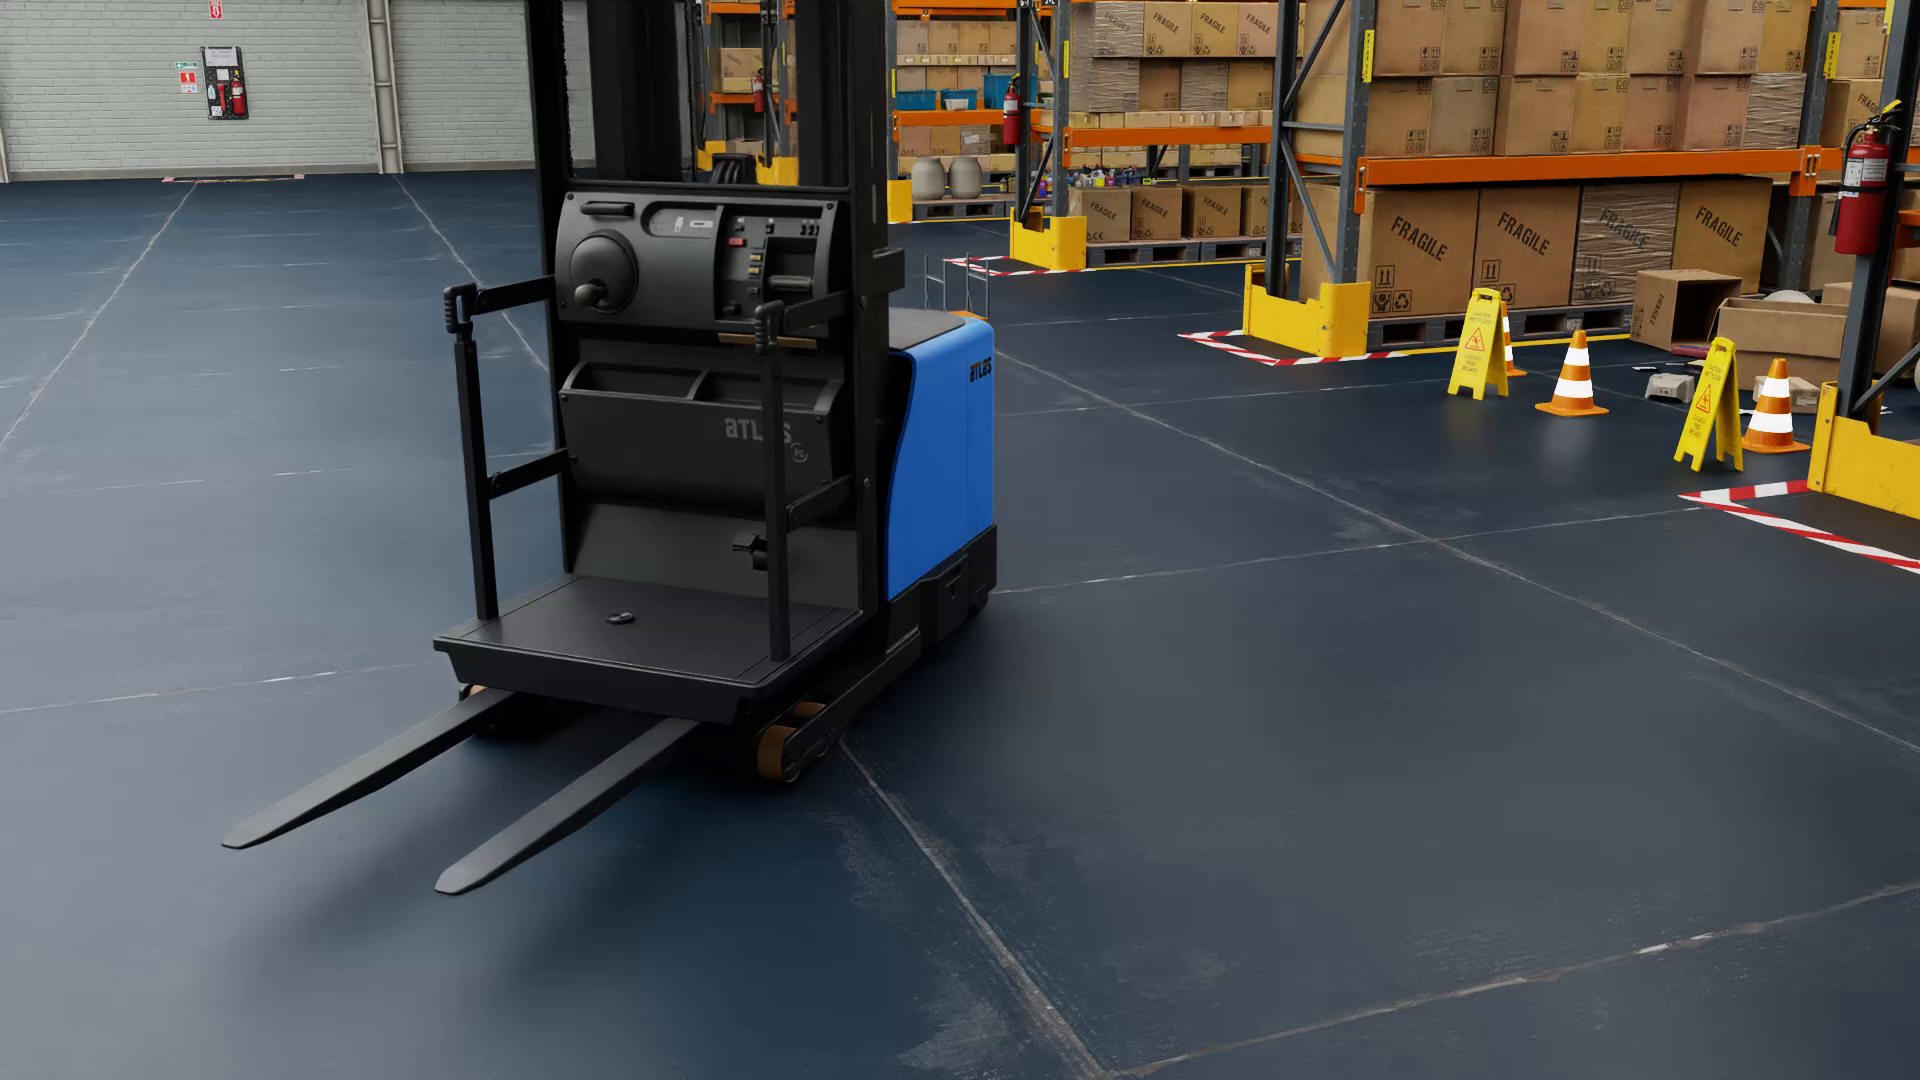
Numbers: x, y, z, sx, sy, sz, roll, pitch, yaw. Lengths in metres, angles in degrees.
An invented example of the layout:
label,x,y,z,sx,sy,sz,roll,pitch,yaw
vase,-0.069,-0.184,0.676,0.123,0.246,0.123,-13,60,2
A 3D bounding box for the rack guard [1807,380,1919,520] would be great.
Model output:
label,x,y,z,sx,sy,sz,roll,pitch,yaw
rack guard,4.401,-0.361,7.442,0.348,0.500,1.175,-6,17,-20

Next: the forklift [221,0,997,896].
label,x,y,z,sx,sy,sz,roll,pitch,yaw
forklift,-0.870,-0.845,4.775,1.130,2.935,3.031,6,17,20

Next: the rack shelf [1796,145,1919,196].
label,x,y,z,sx,sy,sz,roll,pitch,yaw
rack shelf,8.068,-3.105,13.625,4.000,0.370,1.077,-6,17,-20

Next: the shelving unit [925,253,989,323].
label,x,y,z,sx,sy,sz,roll,pitch,yaw
shelving unit,-0.014,-0.574,6.924,0.189,1.200,0.258,-6,17,-20

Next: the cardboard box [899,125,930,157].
label,x,y,z,sx,sy,sz,roll,pitch,yaw
cardboard box,-0.775,-6.155,25.539,0.500,0.500,0.500,-6,17,-20

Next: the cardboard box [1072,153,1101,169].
label,x,y,z,sx,sy,sz,roll,pitch,yaw
cardboard box,1.921,-6.079,26.612,0.500,0.250,0.500,-6,17,-19

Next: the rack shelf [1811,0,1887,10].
label,x,y,z,sx,sy,sz,roll,pitch,yaw
rack shelf,12.085,-7.969,24.865,4.000,0.370,1.077,-6,17,-20

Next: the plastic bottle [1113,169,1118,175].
label,x,y,z,sx,sy,sz,roll,pitch,yaw
plastic bottle,2.039,-4.790,22.127,0.133,0.283,0.061,-6,17,-20

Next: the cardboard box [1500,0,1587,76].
label,x,y,z,sx,sy,sz,roll,pitch,yaw
cardboard box,3.877,-3.563,11.725,0.550,0.550,0.875,-6,17,-20

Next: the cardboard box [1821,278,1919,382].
label,x,y,z,sx,sy,sz,roll,pitch,yaw
cardboard box,5.935,-1.360,10.596,0.503,0.637,0.797,-6,17,-20

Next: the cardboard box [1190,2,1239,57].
label,x,y,z,sx,sy,sz,roll,pitch,yaw
cardboard box,2.331,-4.914,16.028,0.500,0.500,0.500,-6,17,-20

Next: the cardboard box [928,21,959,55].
label,x,y,z,sx,sy,sz,roll,pitch,yaw
cardboard box,-0.373,-7.693,25.492,0.500,0.500,0.700,-6,17,-20

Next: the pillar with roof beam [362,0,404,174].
label,x,y,z,sx,sy,sz,roll,pitch,yaw
pillar with roof beam,-8.251,-9.509,23.509,0.400,9.000,9.100,-6,17,-20

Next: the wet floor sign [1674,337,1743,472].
label,x,y,z,sx,sy,sz,roll,pitch,yaw
wet floor sign,3.770,-0.686,8.289,0.232,0.644,0.267,0,16,-1

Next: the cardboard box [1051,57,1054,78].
label,x,y,z,sx,sy,sz,roll,pitch,yaw
cardboard box,1.990,-9.022,31.540,0.500,0.500,0.700,-8,18,-25

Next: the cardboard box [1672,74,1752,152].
label,x,y,z,sx,sy,sz,roll,pitch,yaw
cardboard box,5.354,-3.219,12.469,0.550,0.550,0.875,-6,17,-20

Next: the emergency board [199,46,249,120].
label,x,y,z,sx,sy,sz,roll,pitch,yaw
emergency board,-12.113,-7.524,27.397,0.643,1.169,0.194,-6,17,-20

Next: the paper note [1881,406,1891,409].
label,x,y,z,sx,sy,sz,roll,pitch,yaw
paper note,5.348,-0.788,9.749,0.142,0.019,0.148,0,16,-1

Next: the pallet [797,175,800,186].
label,x,y,z,sx,sy,sz,roll,pitch,yaw
pallet,-2.058,-5.518,25.512,1.213,0.211,1.003,-6,17,-20

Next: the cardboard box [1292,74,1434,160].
label,x,y,z,sx,sy,sz,roll,pitch,yaw
cardboard box,2.795,-2.967,11.611,0.550,0.550,0.875,-6,17,-20

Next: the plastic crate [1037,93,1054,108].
label,x,y,z,sx,sy,sz,roll,pitch,yaw
plastic crate,1.379,-5.703,21.570,0.662,0.188,0.450,-6,17,-20

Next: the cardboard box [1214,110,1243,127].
label,x,y,z,sx,sy,sz,roll,pitch,yaw
cardboard box,2.571,-4.132,16.290,0.250,0.149,0.380,-6,17,-20

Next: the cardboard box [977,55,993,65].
label,x,y,z,sx,sy,sz,roll,pitch,yaw
cardboard box,0.326,-7.395,25.627,0.250,0.149,0.380,-7,18,-22

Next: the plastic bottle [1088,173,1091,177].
label,x,y,z,sx,sy,sz,roll,pitch,yaw
plastic bottle,1.708,-4.606,21.501,0.133,0.283,0.061,-6,17,-20

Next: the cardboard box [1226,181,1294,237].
label,x,y,z,sx,sy,sz,roll,pitch,yaw
cardboard box,3.048,-3.393,17.020,0.500,0.500,0.500,-8,18,-25

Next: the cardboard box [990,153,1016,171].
label,x,y,z,sx,sy,sz,roll,pitch,yaw
cardboard box,0.624,-5.949,26.166,0.500,0.250,0.500,-6,17,-20

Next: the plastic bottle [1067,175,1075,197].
label,x,y,z,sx,sy,sz,roll,pitch,yaw
plastic bottle,1.419,-4.532,21.267,0.097,0.271,0.097,0,16,0

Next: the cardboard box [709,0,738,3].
label,x,y,z,sx,sy,sz,roll,pitch,yaw
cardboard box,-4.131,-9.535,28.708,0.500,0.500,0.500,-6,17,-19

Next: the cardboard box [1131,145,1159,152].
label,x,y,z,sx,sy,sz,roll,pitch,yaw
cardboard box,2.888,-6.453,26.890,0.500,0.311,0.500,-6,17,-19

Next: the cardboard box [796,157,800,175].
label,x,y,z,sx,sy,sz,roll,pitch,yaw
cardboard box,-2.176,-5.645,25.132,0.500,0.250,0.500,-6,17,-20

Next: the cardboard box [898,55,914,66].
label,x,y,z,sx,sy,sz,roll,pitch,yaw
cardboard box,-0.878,-7.264,25.183,0.250,0.149,0.380,-6,17,-20

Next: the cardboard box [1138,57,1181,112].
label,x,y,z,sx,sy,sz,roll,pitch,yaw
cardboard box,1.732,-4.481,16.330,0.500,0.500,0.875,-6,17,-20

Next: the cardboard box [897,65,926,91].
label,x,y,z,sx,sy,sz,roll,pitch,yaw
cardboard box,-0.872,-7.016,25.488,0.500,0.500,0.700,-6,17,-18

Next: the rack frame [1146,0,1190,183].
label,x,y,z,sx,sy,sz,roll,pitch,yaw
rack frame,2.747,-5.867,21.753,0.127,3.000,1.000,-6,17,-20

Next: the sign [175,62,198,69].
label,x,y,z,sx,sy,sz,roll,pitch,yaw
sign,-12.658,-7.765,27.214,0.331,0.109,0.001,-6,17,-20

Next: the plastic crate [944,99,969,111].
label,x,y,z,sx,sy,sz,roll,pitch,yaw
plastic crate,-0.037,-5.343,20.436,0.250,0.136,0.298,-6,17,-20

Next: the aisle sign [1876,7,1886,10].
label,x,y,z,sx,sy,sz,roll,pitch,yaw
aisle sign,14.125,-8.254,25.269,0.004,0.787,0.394,-6,17,-20

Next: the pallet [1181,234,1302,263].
label,x,y,z,sx,sy,sz,roll,pitch,yaw
pallet,2.764,-3.025,17.024,1.213,0.211,1.003,-6,17,-20

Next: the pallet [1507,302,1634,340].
label,x,y,z,sx,sy,sz,roll,pitch,yaw
pallet,4.321,-1.730,12.617,1.213,0.211,1.003,-6,17,-20

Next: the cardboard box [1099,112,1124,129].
label,x,y,z,sx,sy,sz,roll,pitch,yaw
cardboard box,1.376,-4.026,15.931,0.250,0.149,0.380,-6,17,-20

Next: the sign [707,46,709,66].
label,x,y,z,sx,sy,sz,roll,pitch,yaw
sign,-4.339,-8.343,28.648,0.005,0.325,0.100,-6,17,-20

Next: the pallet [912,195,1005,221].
label,x,y,z,sx,sy,sz,roll,pitch,yaw
pallet,-0.173,-4.226,21.115,1.213,0.211,1.003,-6,17,-20

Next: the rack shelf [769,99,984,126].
label,x,y,z,sx,sy,sz,roll,pitch,yaw
rack shelf,-0.889,-6.624,25.607,4.000,0.370,1.077,-6,17,-20

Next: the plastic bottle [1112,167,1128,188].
label,x,y,z,sx,sy,sz,roll,pitch,yaw
plastic bottle,2.070,-4.647,21.519,0.185,0.351,0.144,-7,18,-23

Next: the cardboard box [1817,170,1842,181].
label,x,y,z,sx,sy,sz,roll,pitch,yaw
cardboard box,9.742,-4.301,19.447,0.875,0.875,1.225,-6,17,-20

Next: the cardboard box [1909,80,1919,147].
label,x,y,z,sx,sy,sz,roll,pitch,yaw
cardboard box,7.259,-3.330,12.936,0.500,0.500,0.500,-6,17,-20

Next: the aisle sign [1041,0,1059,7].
label,x,y,z,sx,sy,sz,roll,pitch,yaw
aisle sign,0.834,-5.323,15.286,0.004,0.787,0.394,-6,17,-20

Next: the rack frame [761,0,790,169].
label,x,y,z,sx,sy,sz,roll,pitch,yaw
rack frame,-2.757,-6.767,24.819,0.127,3.000,1.000,-6,17,-20

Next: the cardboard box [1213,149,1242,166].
label,x,y,z,sx,sy,sz,roll,pitch,yaw
cardboard box,4.309,-6.339,27.495,0.500,0.250,0.500,-6,17,-19

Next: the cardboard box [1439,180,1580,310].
label,x,y,z,sx,sy,sz,roll,pitch,yaw
cardboard box,3.895,-2.202,12.300,0.875,0.875,0.875,-6,18,-21

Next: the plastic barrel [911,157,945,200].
label,x,y,z,sx,sy,sz,roll,pitch,yaw
plastic barrel,-0.401,-4.558,20.966,0.421,0.512,0.421,0,16,0

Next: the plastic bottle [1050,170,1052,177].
label,x,y,z,sx,sy,sz,roll,pitch,yaw
plastic bottle,1.272,-4.773,21.948,0.185,0.351,0.144,-6,18,-21
